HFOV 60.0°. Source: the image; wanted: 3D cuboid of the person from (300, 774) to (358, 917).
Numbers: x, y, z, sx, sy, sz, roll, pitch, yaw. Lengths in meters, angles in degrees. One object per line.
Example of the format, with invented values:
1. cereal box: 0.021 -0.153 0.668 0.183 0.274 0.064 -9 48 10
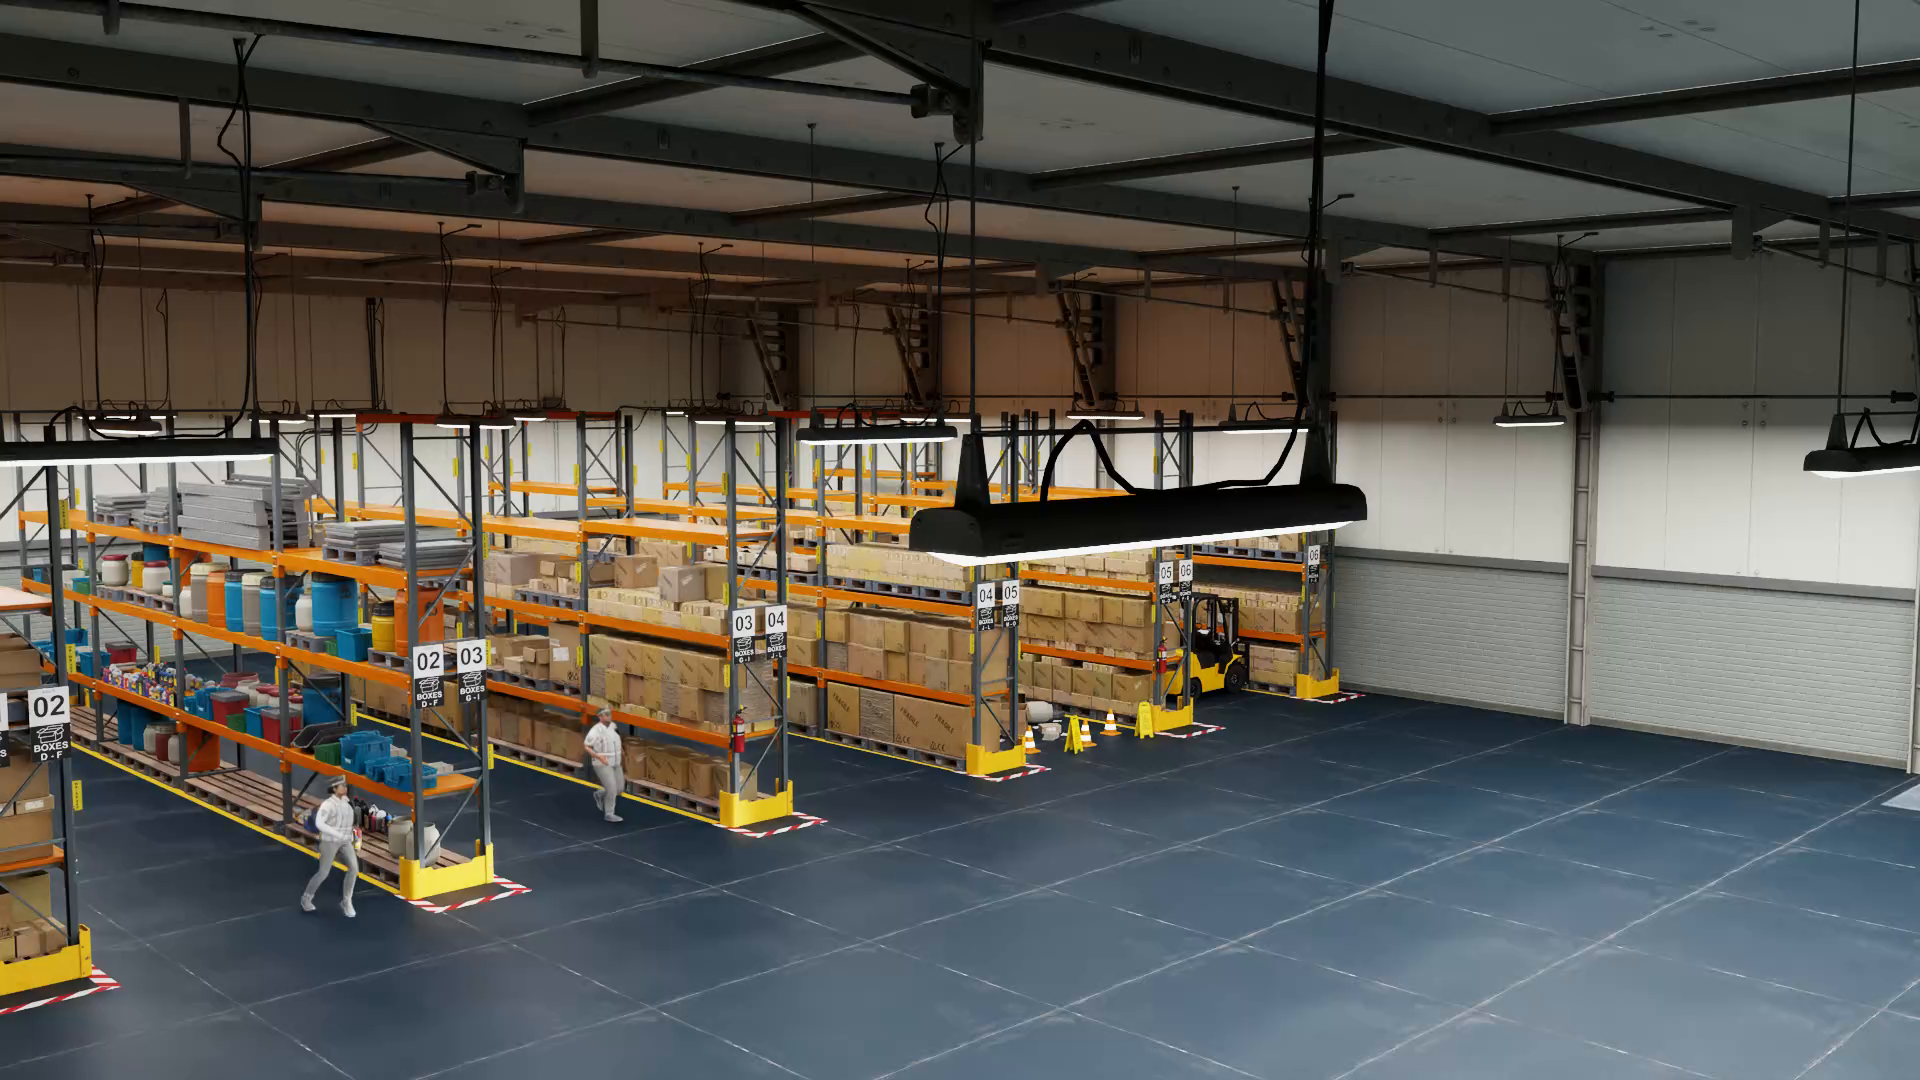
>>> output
1. person: -7.658 3.732 20.433 0.743 1.713 0.678 2 5 24

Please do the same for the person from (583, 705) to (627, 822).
1. person: -5.297 3.308 24.804 0.685 1.734 0.666 3 6 33
